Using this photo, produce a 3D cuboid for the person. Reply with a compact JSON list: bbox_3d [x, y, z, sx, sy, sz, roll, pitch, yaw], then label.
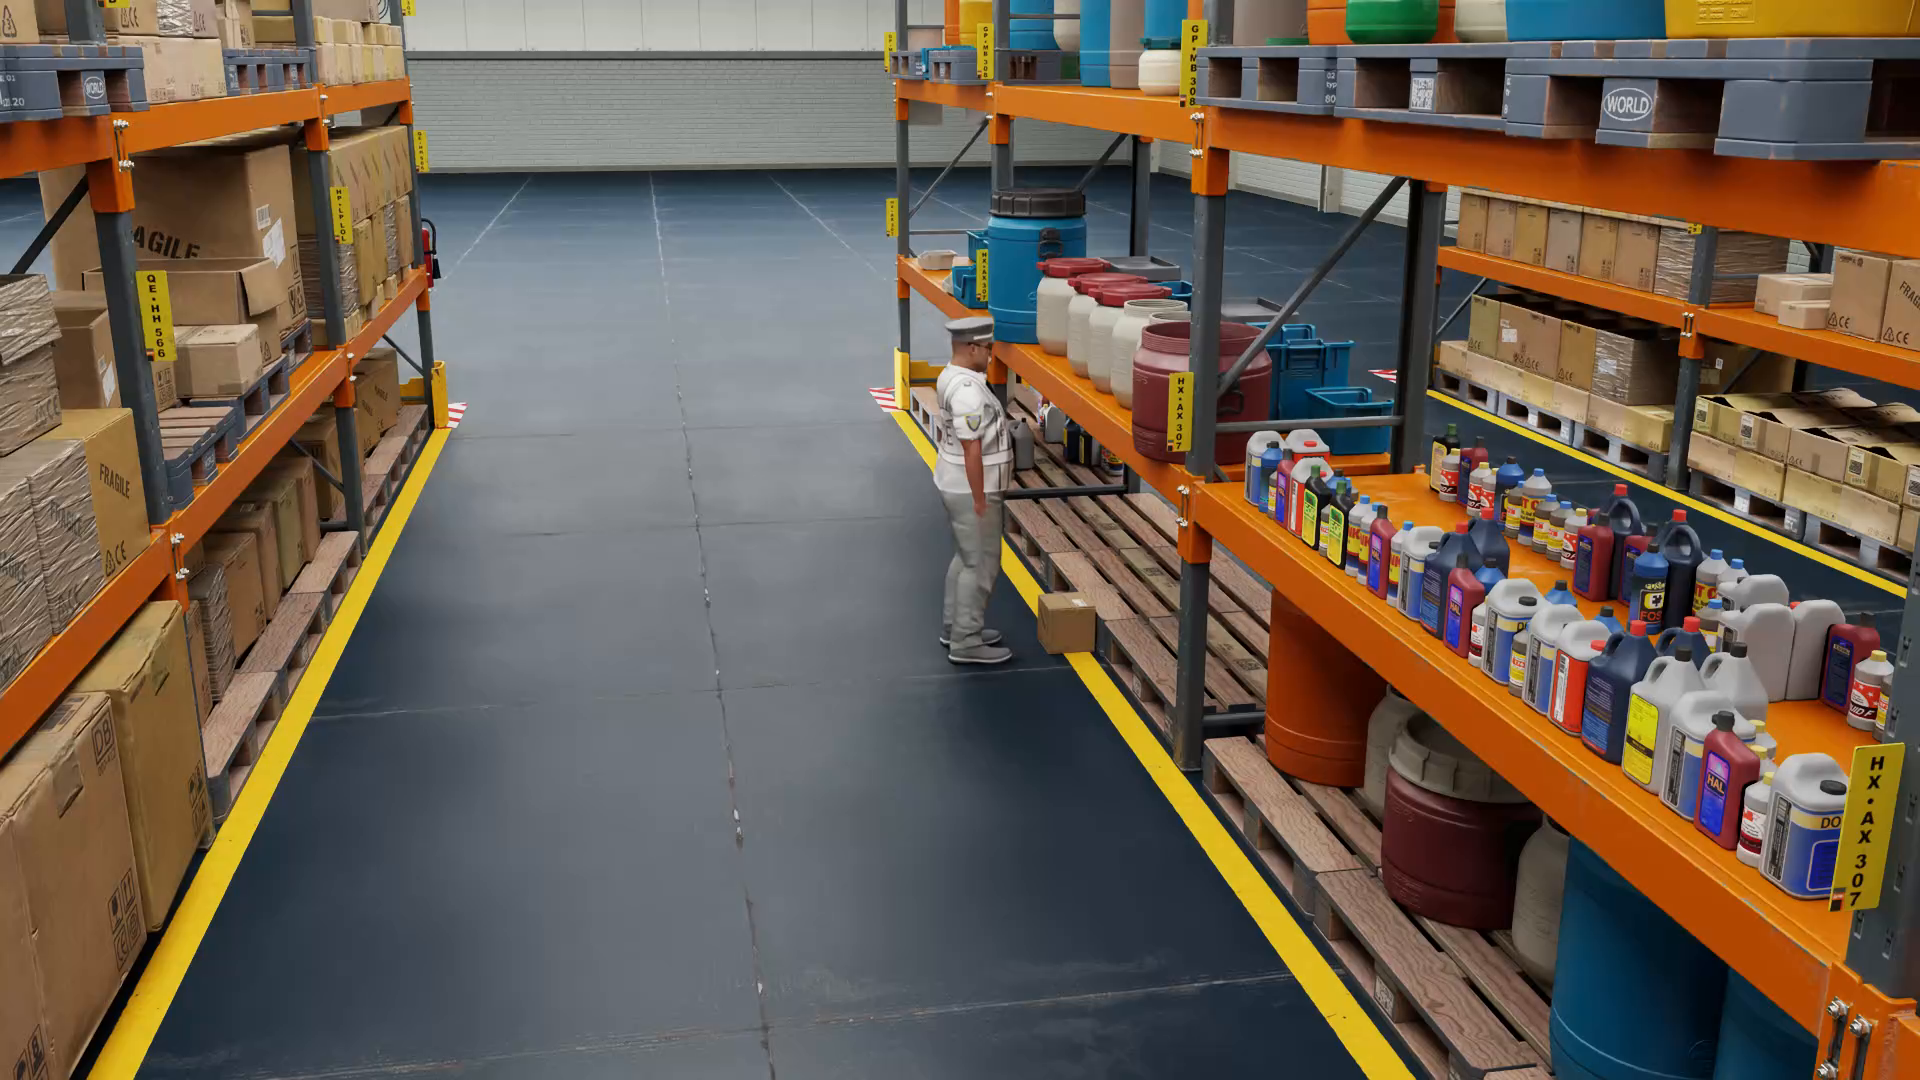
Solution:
[{"bbox_3d":[0.068,-0.258,8.433,0.393,1.743,0.529,-3,16,-9],"label":"person"}]
